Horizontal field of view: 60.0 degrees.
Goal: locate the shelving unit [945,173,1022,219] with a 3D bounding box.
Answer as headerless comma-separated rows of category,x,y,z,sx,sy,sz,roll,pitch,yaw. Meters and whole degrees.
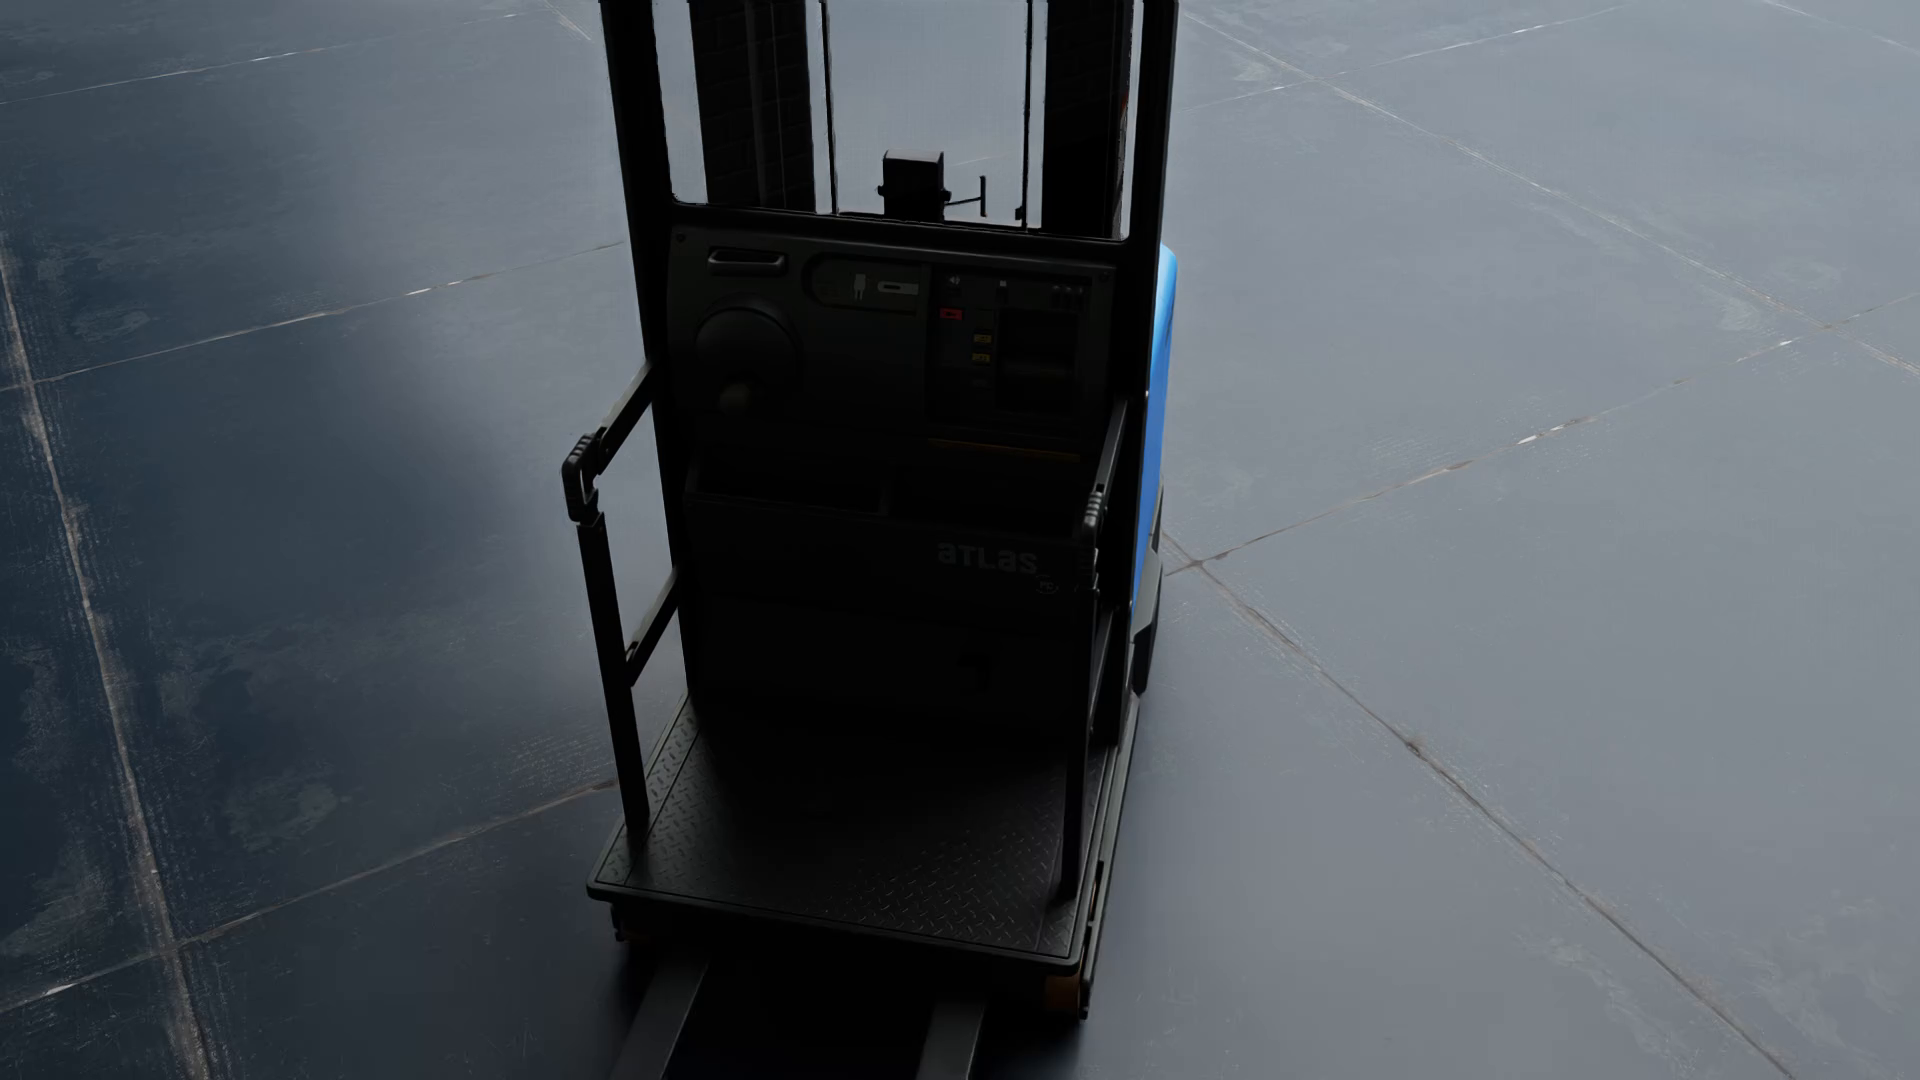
shelving unit,0.038,-0.581,5.155,0.215,1.050,0.252,-14,39,-19

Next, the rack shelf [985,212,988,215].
rack shelf,0.038,-0.801,4.994,0.215,0.259,0.240,-14,39,-19

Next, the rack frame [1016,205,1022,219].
rack frame,0.087,-0.515,5.064,0.200,1.050,0.008,-14,39,-19

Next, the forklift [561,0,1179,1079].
forklift,-0.192,-0.351,3.246,1.130,2.935,3.031,7,37,9

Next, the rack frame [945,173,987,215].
rack frame,-0.011,-0.646,5.245,0.200,1.050,0.008,-14,39,-19
